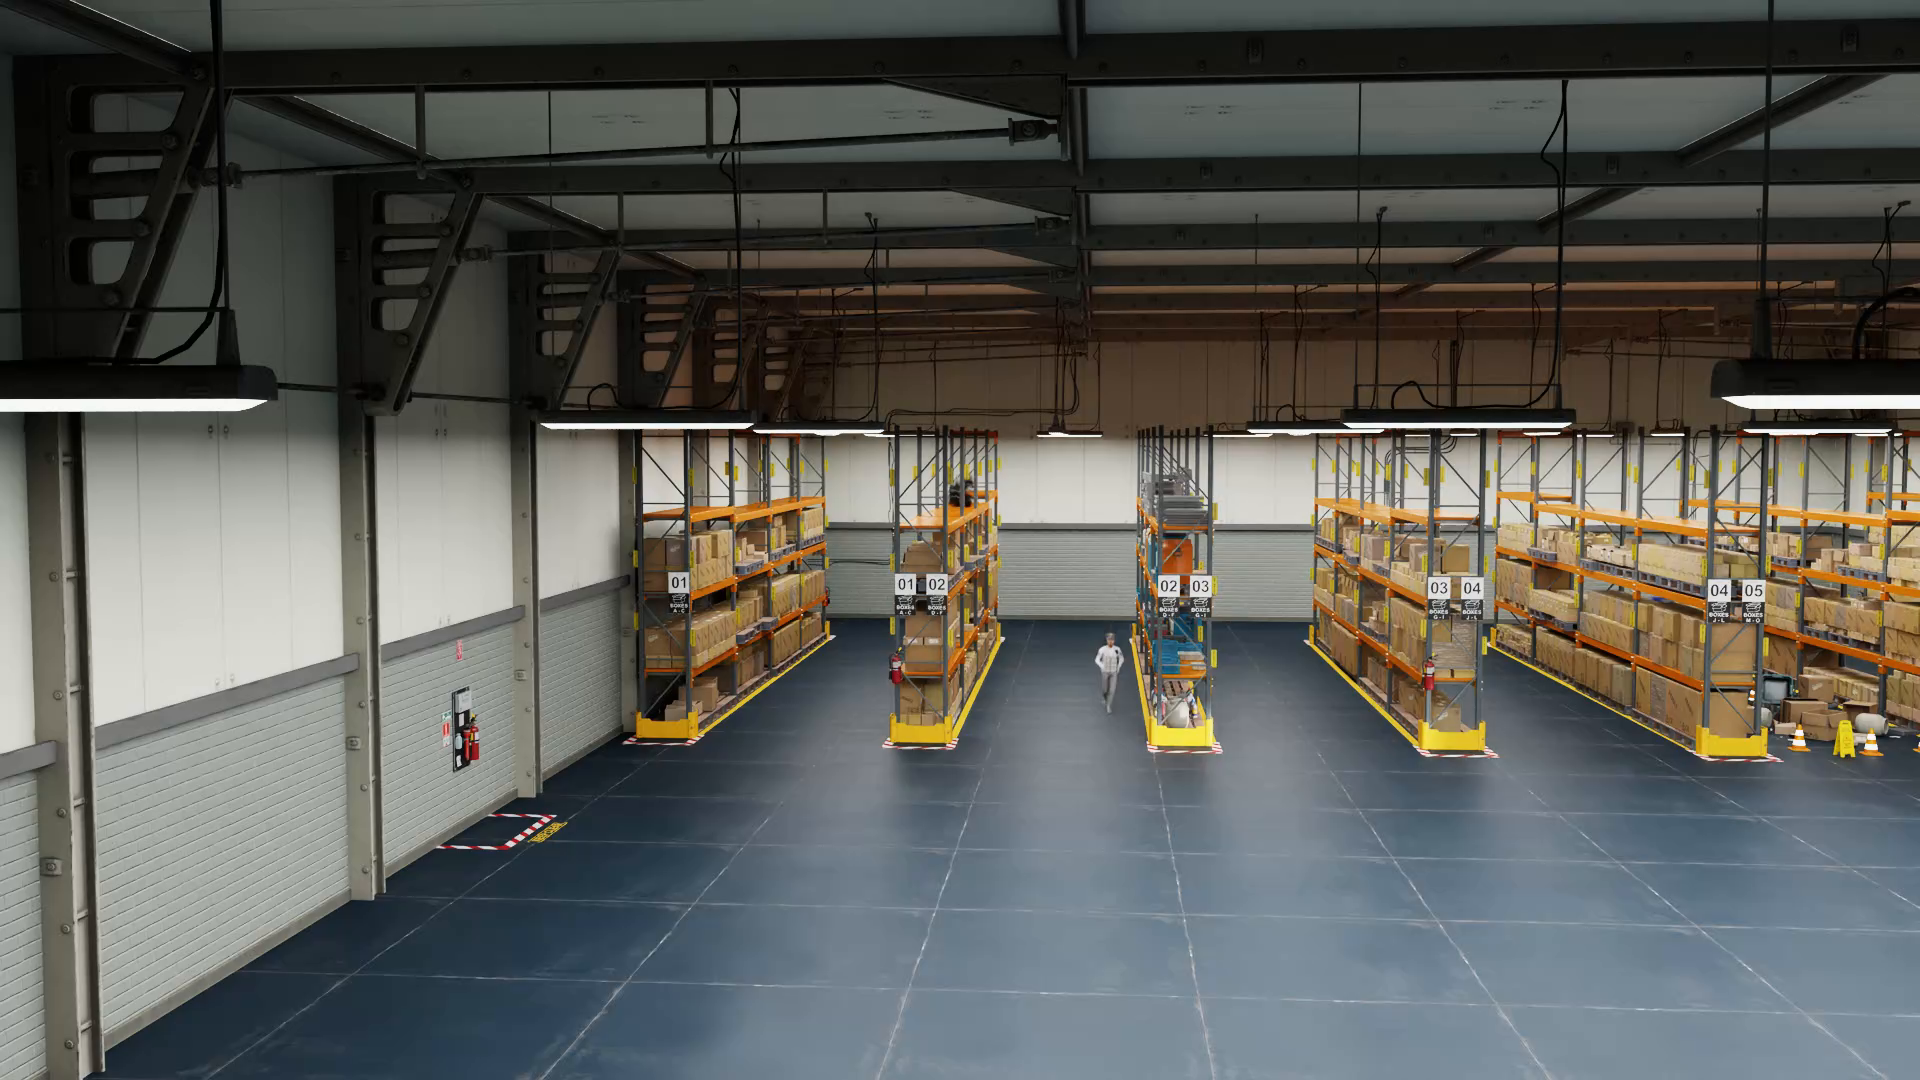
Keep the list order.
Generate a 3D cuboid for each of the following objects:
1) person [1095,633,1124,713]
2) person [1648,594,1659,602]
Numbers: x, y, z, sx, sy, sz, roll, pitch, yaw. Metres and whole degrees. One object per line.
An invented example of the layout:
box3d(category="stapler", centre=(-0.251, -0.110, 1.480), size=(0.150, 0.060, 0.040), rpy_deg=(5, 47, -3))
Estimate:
box3d(category="person", centre=(3.159, 2.779, 35.038), size=(0.611, 1.670, 0.720), rpy_deg=(0, 3, -2))
box3d(category="person", centre=(19.763, 2.093, 47.227), size=(0.593, 1.605, 0.543), rpy_deg=(1, 3, 10))
